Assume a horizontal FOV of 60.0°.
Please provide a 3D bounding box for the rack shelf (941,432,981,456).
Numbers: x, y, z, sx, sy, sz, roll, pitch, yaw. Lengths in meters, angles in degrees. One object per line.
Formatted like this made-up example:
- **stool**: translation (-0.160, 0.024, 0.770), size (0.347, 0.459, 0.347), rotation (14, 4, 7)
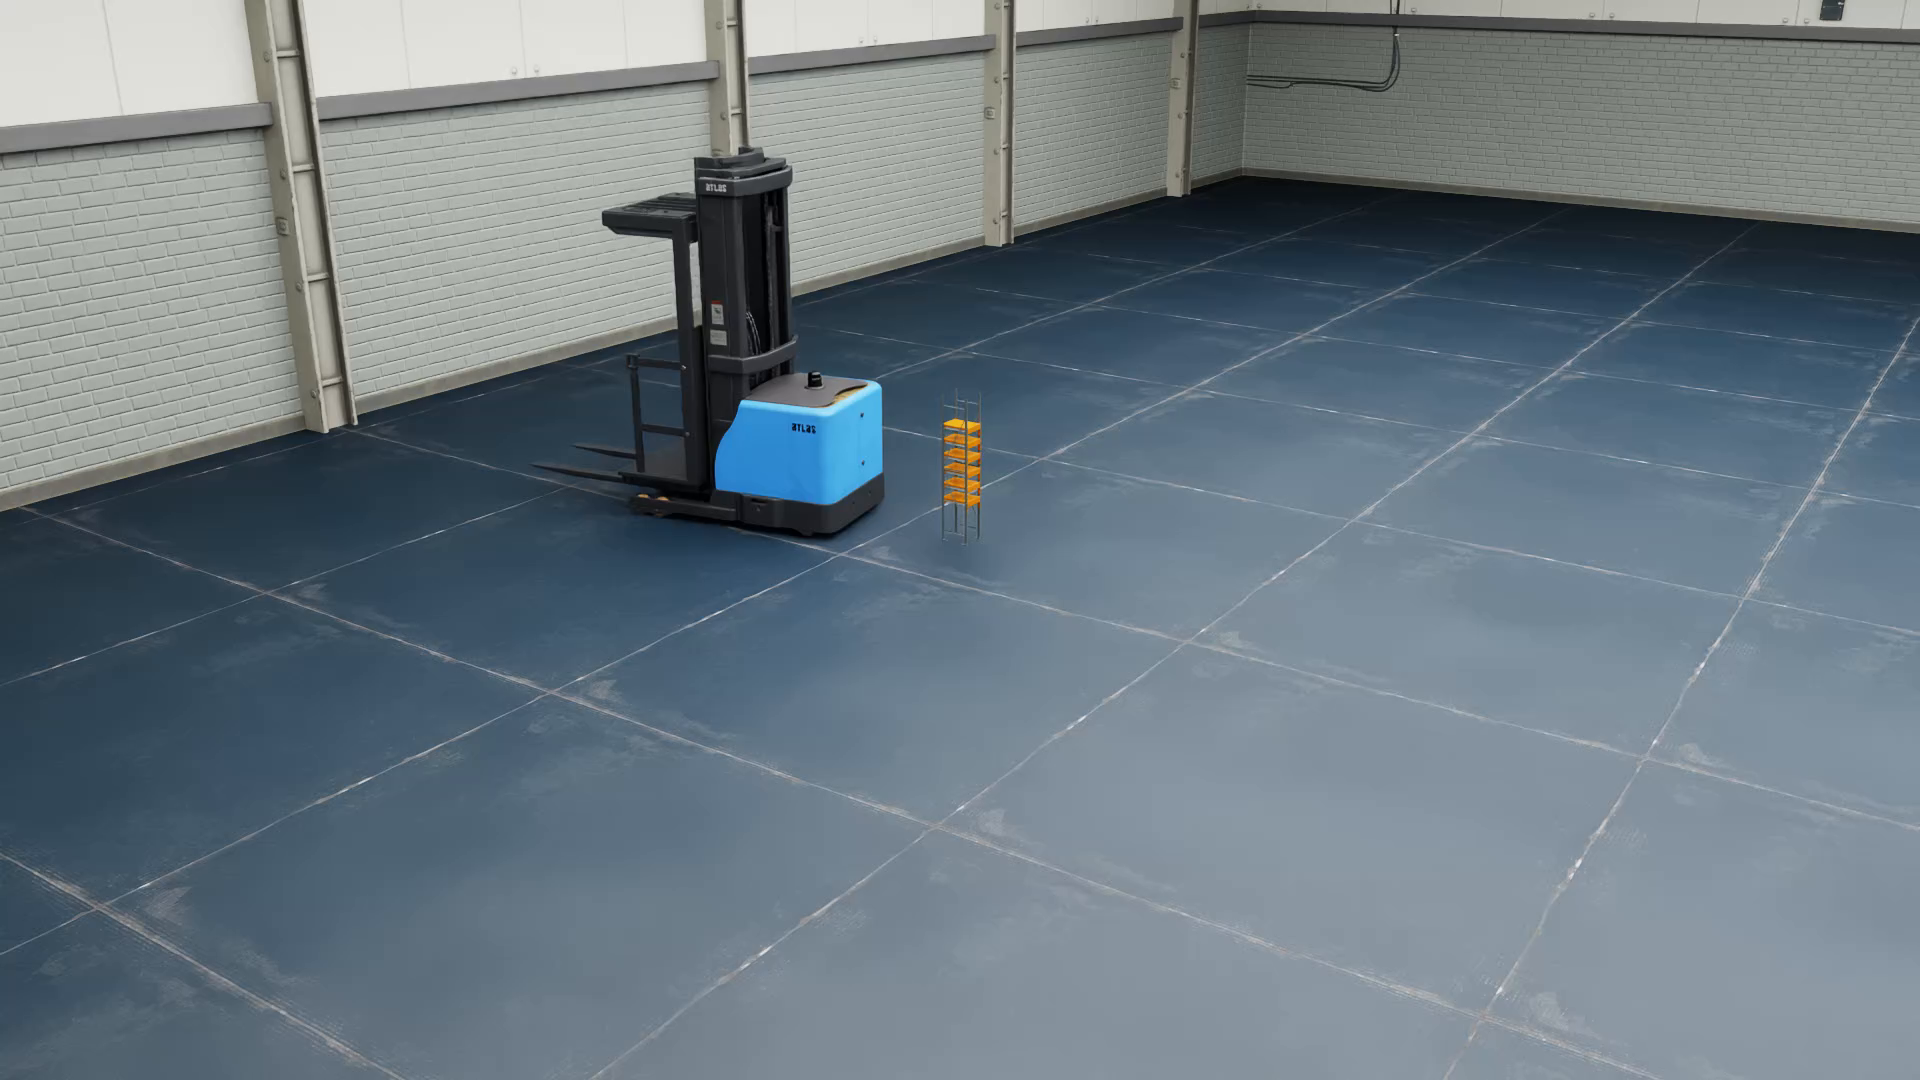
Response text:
- **rack shelf**: translation (0.008, -0.750, 13.000), size (0.258, 0.103, 0.180), rotation (13, 24, 32)

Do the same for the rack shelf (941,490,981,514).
- **rack shelf**: translation (0.008, -0.300, 13.167), size (0.258, 0.103, 0.180), rotation (13, 24, 32)

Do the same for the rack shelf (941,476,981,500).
- **rack shelf**: translation (0.008, -0.413, 13.125), size (0.258, 0.103, 0.180), rotation (13, 24, 32)

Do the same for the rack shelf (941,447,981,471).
- **rack shelf**: translation (0.008, -0.638, 13.042), size (0.258, 0.103, 0.180), rotation (13, 24, 32)

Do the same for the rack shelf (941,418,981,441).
- **rack shelf**: translation (0.008, -0.863, 12.959), size (0.258, 0.103, 0.180), rotation (13, 24, 32)

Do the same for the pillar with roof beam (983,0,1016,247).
- **pillar with roof beam**: translation (4.152, -7.940, 21.760), size (9.100, 9.000, 0.400), rotation (13, 24, 32)

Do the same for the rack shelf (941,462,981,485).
- **rack shelf**: translation (0.008, -0.525, 13.083), size (0.258, 0.103, 0.180), rotation (13, 24, 32)

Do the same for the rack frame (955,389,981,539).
- **rack frame**: translation (0.060, -0.593, 13.139), size (0.240, 1.200, 0.006), rotation (13, 24, 32)

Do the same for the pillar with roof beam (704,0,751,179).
- **pillar with roof beam**: translation (0.779, -6.219, 17.106), size (9.100, 9.000, 0.400), rotation (13, 24, 32)

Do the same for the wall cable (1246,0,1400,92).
- **wall cable**: translation (6.714, -9.632, 30.810), size (3.097, 2.526, 0.112), rotation (13, 24, 32)

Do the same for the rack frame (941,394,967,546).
- **rack frame**: translation (-0.043, -0.541, 12.997), size (0.240, 1.200, 0.006), rotation (13, 24, 32)

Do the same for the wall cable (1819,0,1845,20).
- **wall cable**: translation (14.557, -10.828, 24.664), size (2.305, 6.003, 0.169), rotation (13, 24, 32)

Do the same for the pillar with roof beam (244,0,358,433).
- **pillar with roof beam**: translation (-2.594, -4.497, 12.451), size (9.100, 9.000, 0.400), rotation (13, 24, 32)

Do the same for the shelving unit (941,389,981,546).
- **shelving unit**: translation (0.008, -0.567, 13.068), size (0.258, 1.200, 0.189), rotation (13, 24, 32)

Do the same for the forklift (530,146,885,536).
- **forklift**: translation (-2.198, -1.721, 13.692), size (3.031, 2.935, 1.130), rotation (8, 22, 22)

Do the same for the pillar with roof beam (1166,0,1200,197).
- **pillar with roof beam**: translation (7.525, -9.662, 26.414), size (9.100, 9.000, 0.400), rotation (13, 24, 32)
